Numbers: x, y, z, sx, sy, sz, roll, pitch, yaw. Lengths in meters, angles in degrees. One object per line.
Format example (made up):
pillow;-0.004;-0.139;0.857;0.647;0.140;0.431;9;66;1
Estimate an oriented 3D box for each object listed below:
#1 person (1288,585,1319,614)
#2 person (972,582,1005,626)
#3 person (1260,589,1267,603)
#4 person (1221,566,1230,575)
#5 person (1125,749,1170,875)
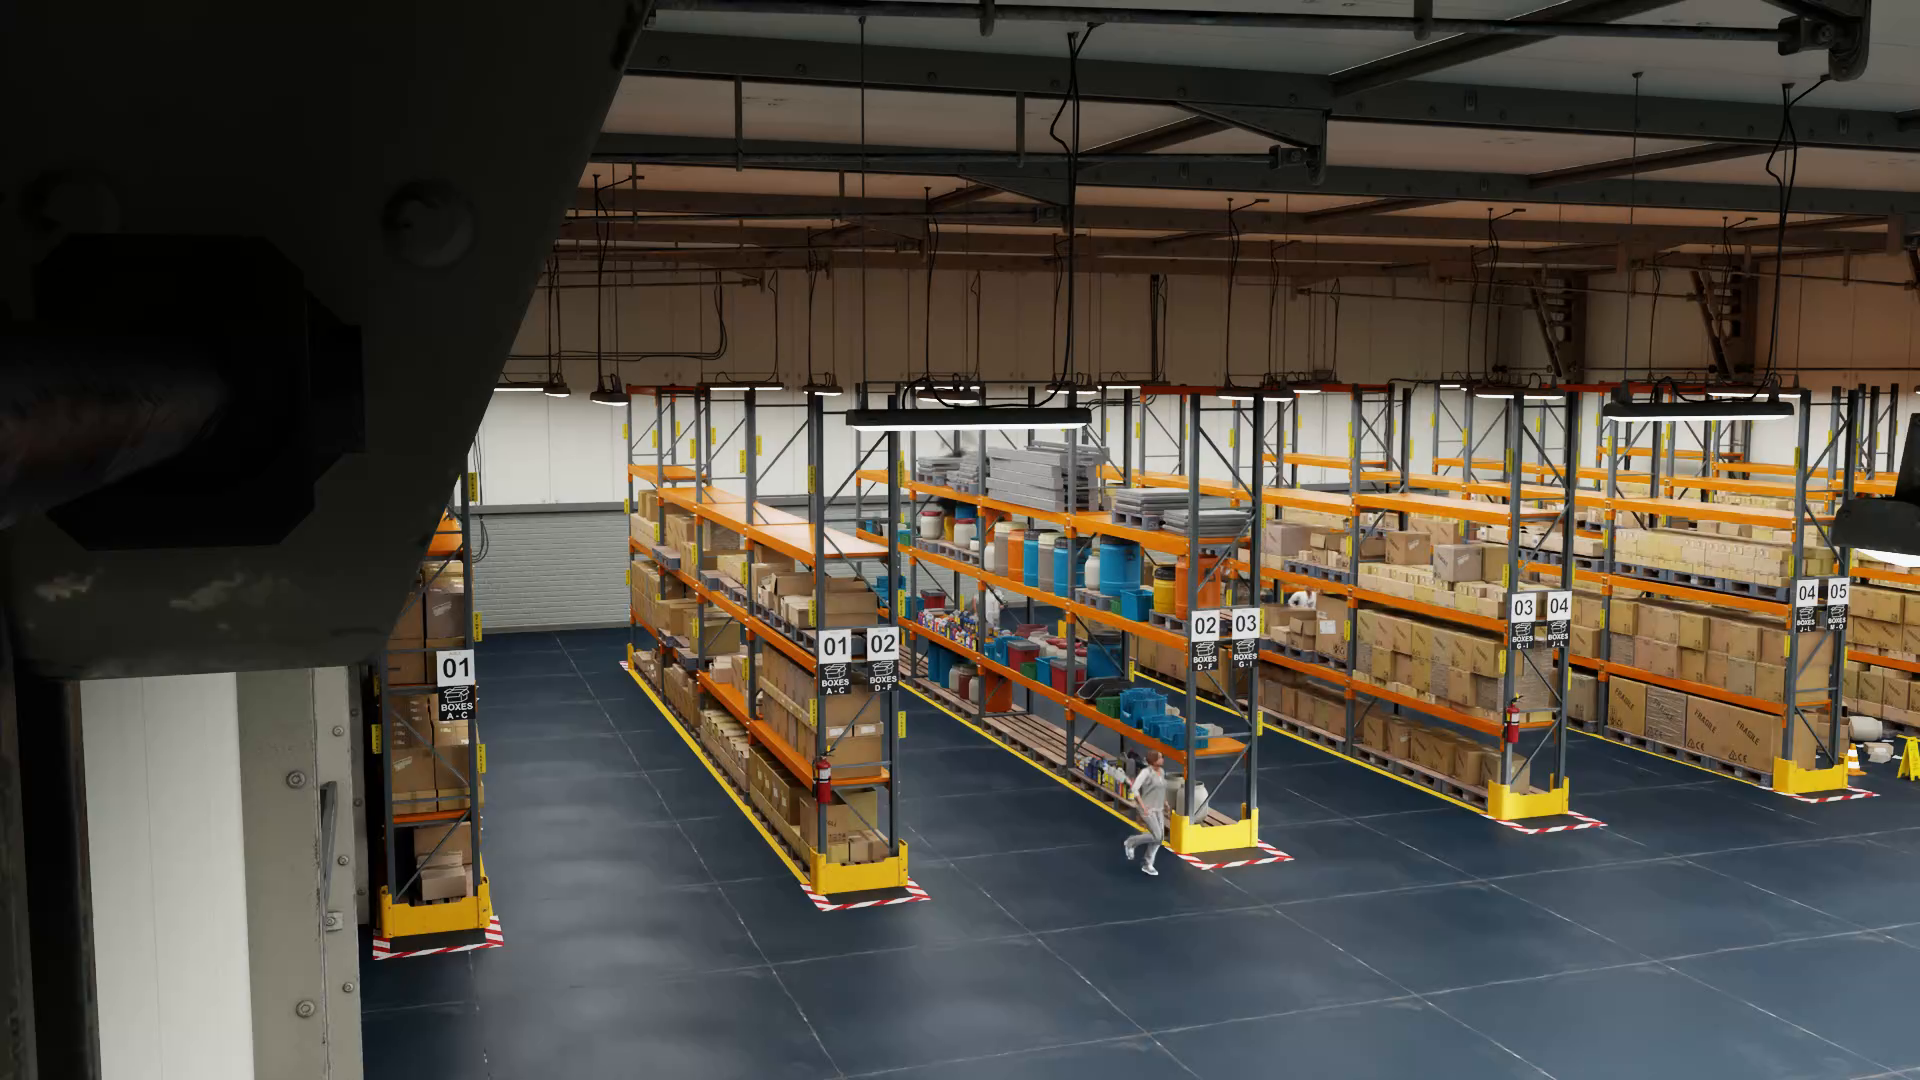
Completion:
person;7.463;1.781;35.713;0.665;1.856;0.844;-2;6;-19
person;0.661;1.644;35.715;0.630;1.720;0.839;-3;7;-28
person;6.262;1.884;34.637;0.683;1.715;0.642;-4;7;-32
person;6.489;1.282;40.741;0.628;1.731;0.702;-4;7;-35
person;2.420;3.410;21.025;0.528;1.515;0.575;5;8;43
